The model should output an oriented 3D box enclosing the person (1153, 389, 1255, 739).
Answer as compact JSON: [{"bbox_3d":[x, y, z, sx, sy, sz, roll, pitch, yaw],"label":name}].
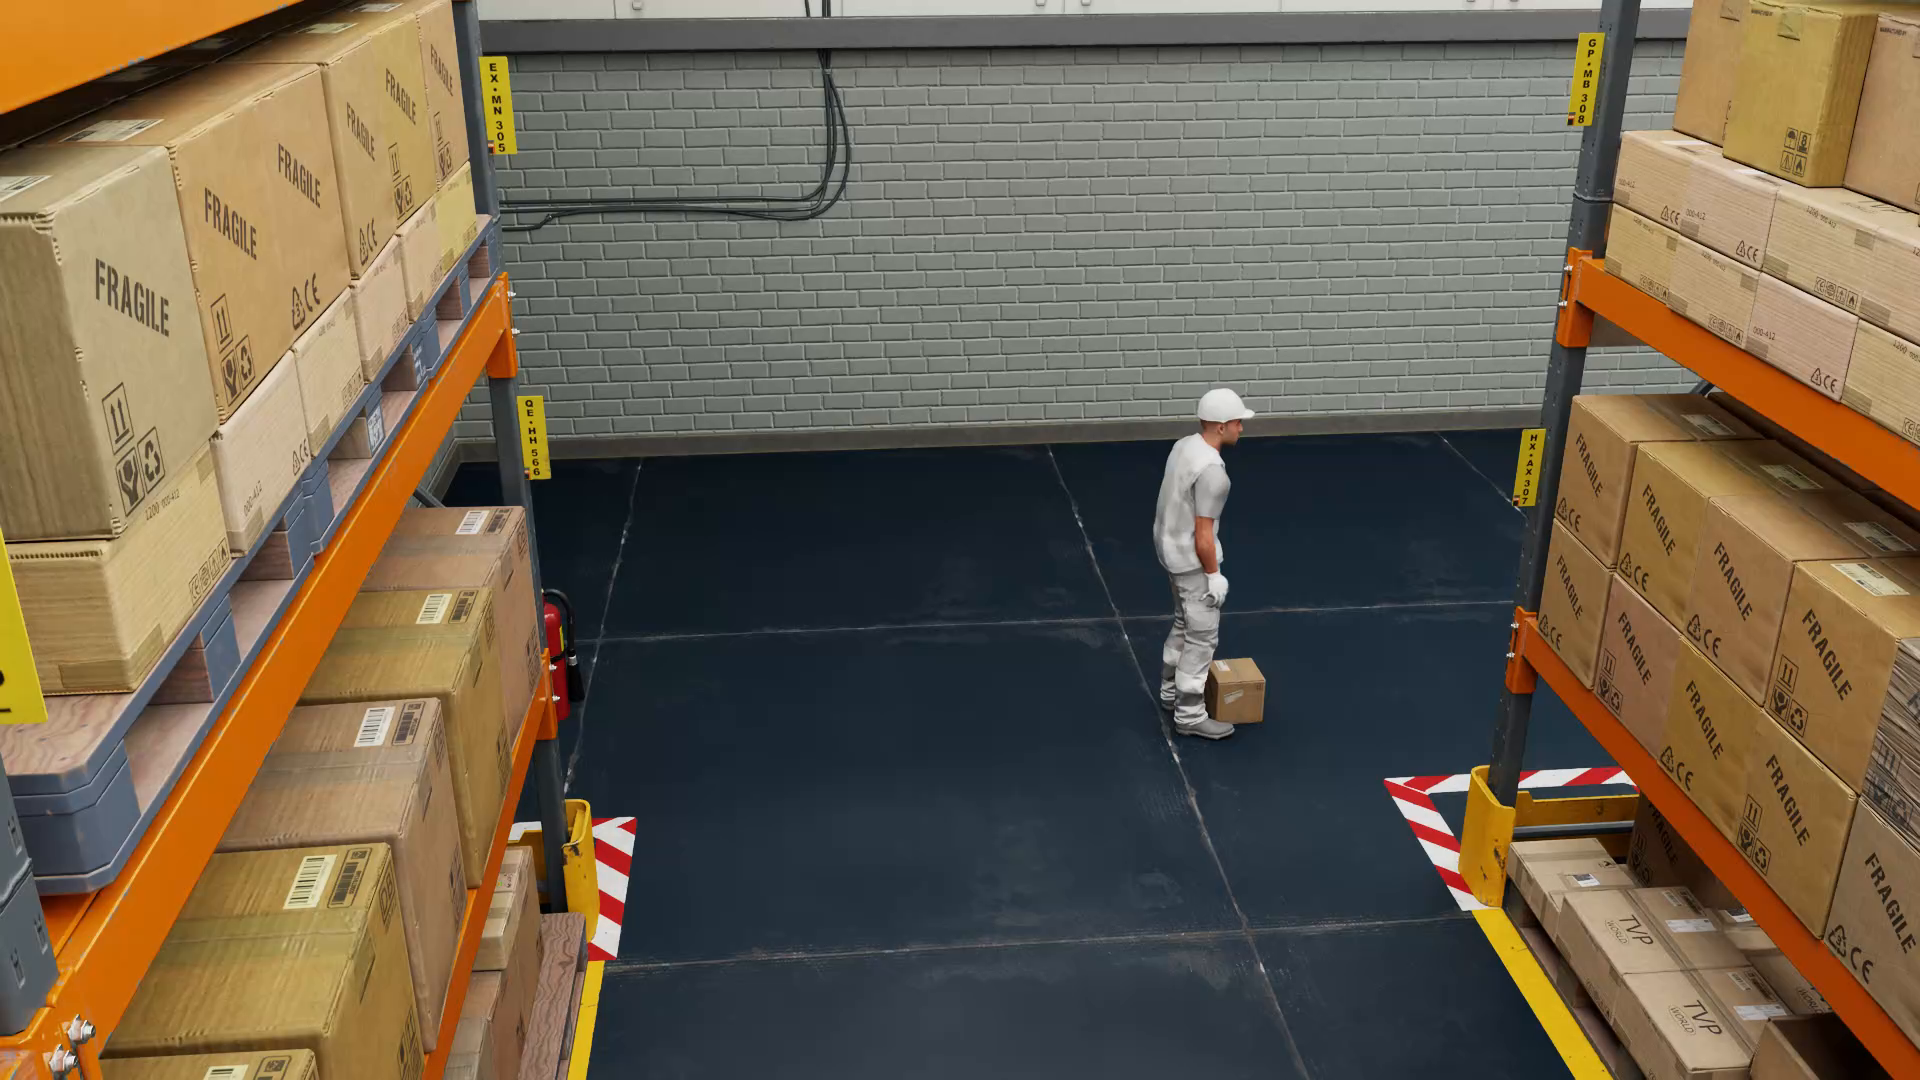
[{"bbox_3d":[1.208,0.103,8.343,0.454,1.779,0.609,-2,24,-6],"label":"person"}]
